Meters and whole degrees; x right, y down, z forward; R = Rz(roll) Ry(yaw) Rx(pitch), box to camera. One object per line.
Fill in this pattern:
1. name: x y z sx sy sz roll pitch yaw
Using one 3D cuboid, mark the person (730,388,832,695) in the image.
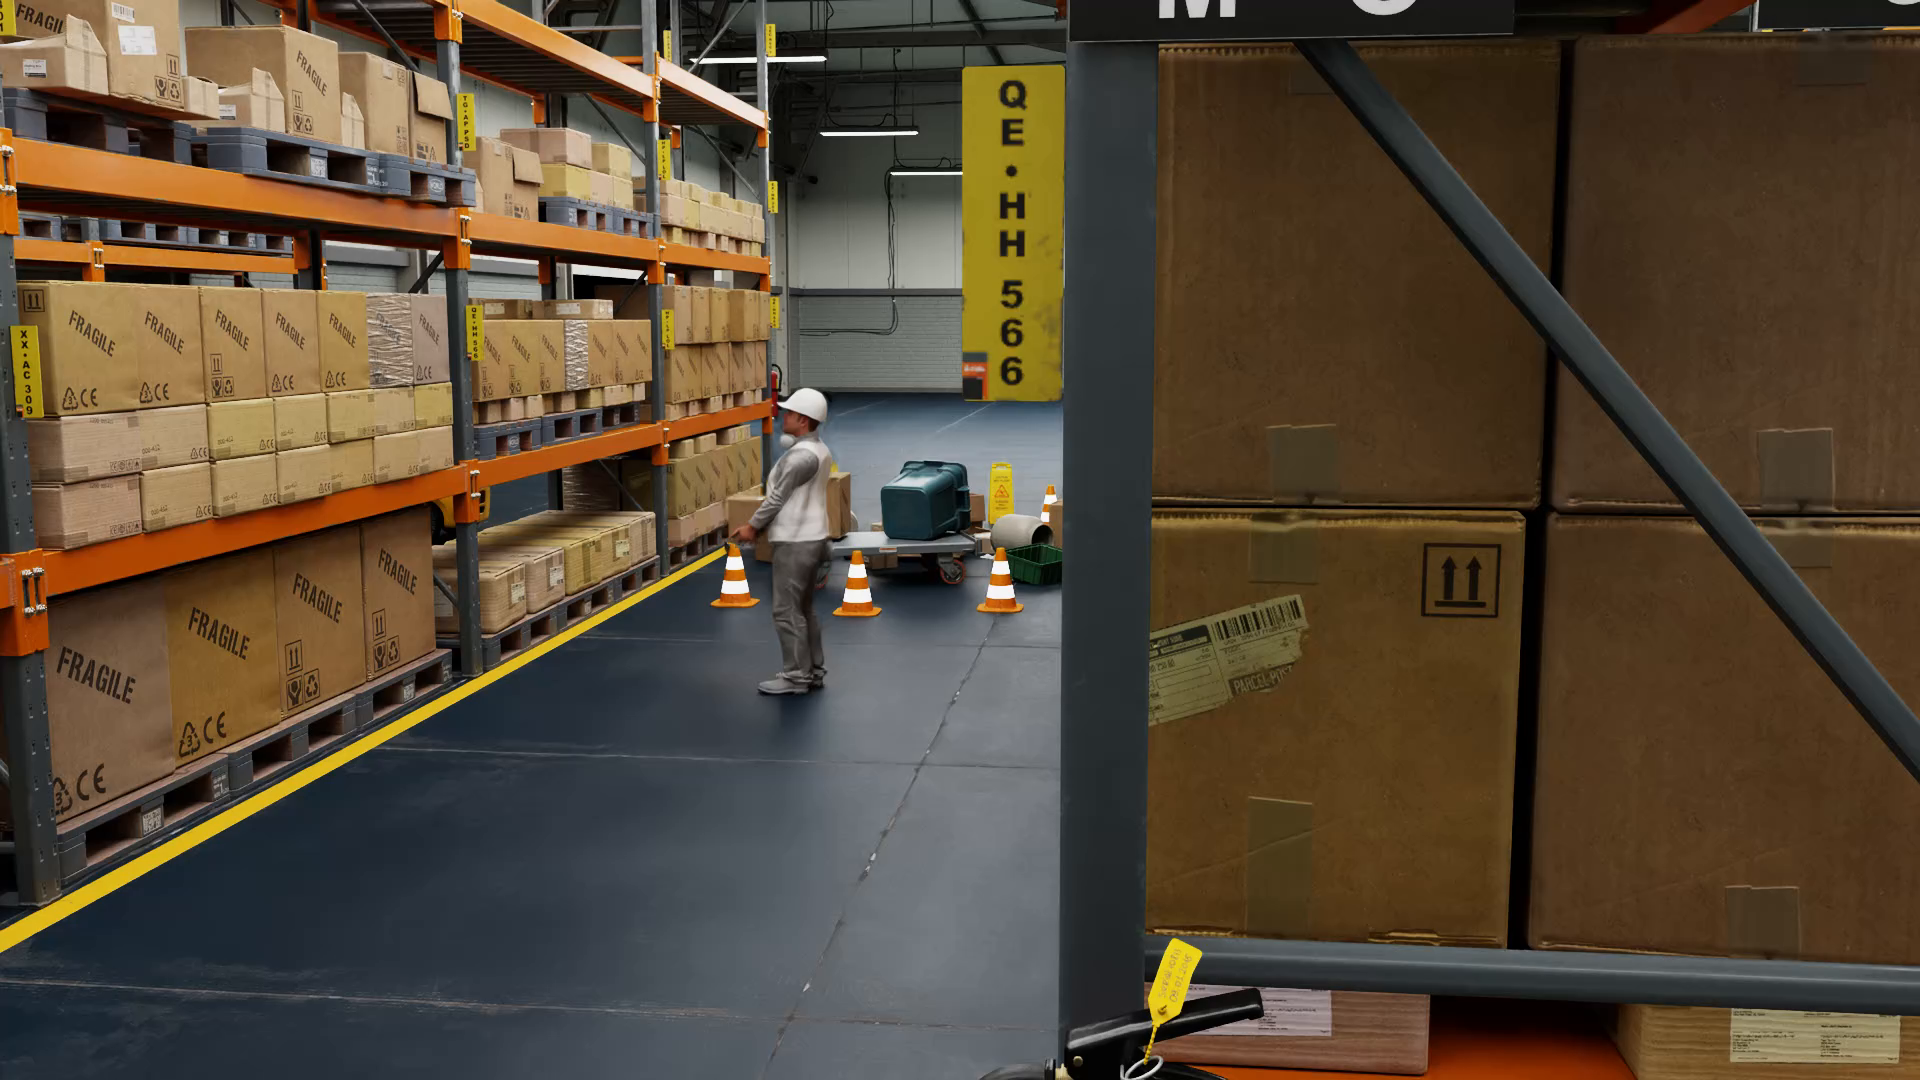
1. person: -1.033 0.007 9.645 0.551 1.770 0.500 1 8 5
